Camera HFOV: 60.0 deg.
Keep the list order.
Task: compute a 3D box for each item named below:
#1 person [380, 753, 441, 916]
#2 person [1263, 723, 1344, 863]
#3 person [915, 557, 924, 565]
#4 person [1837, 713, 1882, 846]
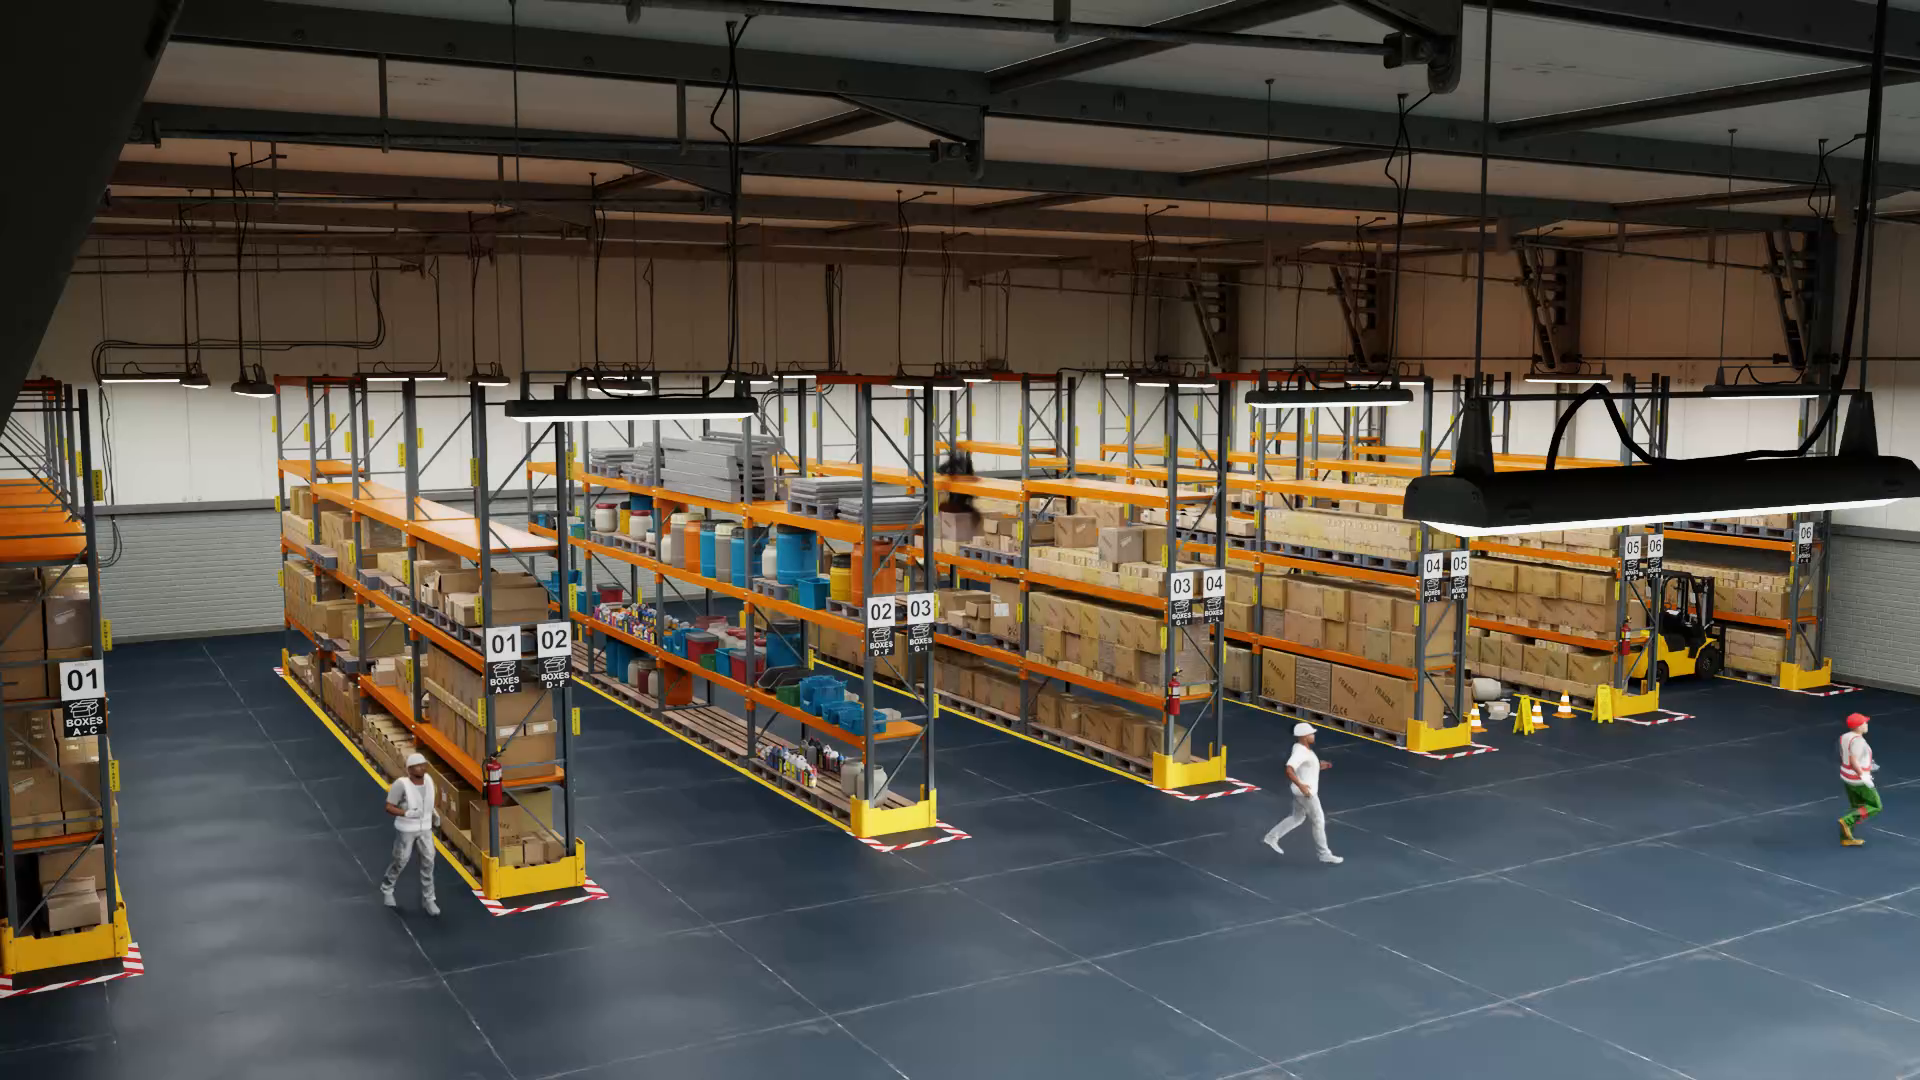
[{"bbox_3d":[-6.249,3.349,19.108,0.834,1.818,0.712,5,8,39],"label":"person"},{"bbox_3d":[4.314,3.150,20.824,0.990,1.750,0.701,0,6,3],"label":"person"},{"bbox_3d":[-1.058,0.984,41.342,0.634,1.630,0.933,4,7,31],"label":"person"},{"bbox_3d":[11.677,3.111,21.589,0.583,1.745,0.664,0,6,3],"label":"person"}]
